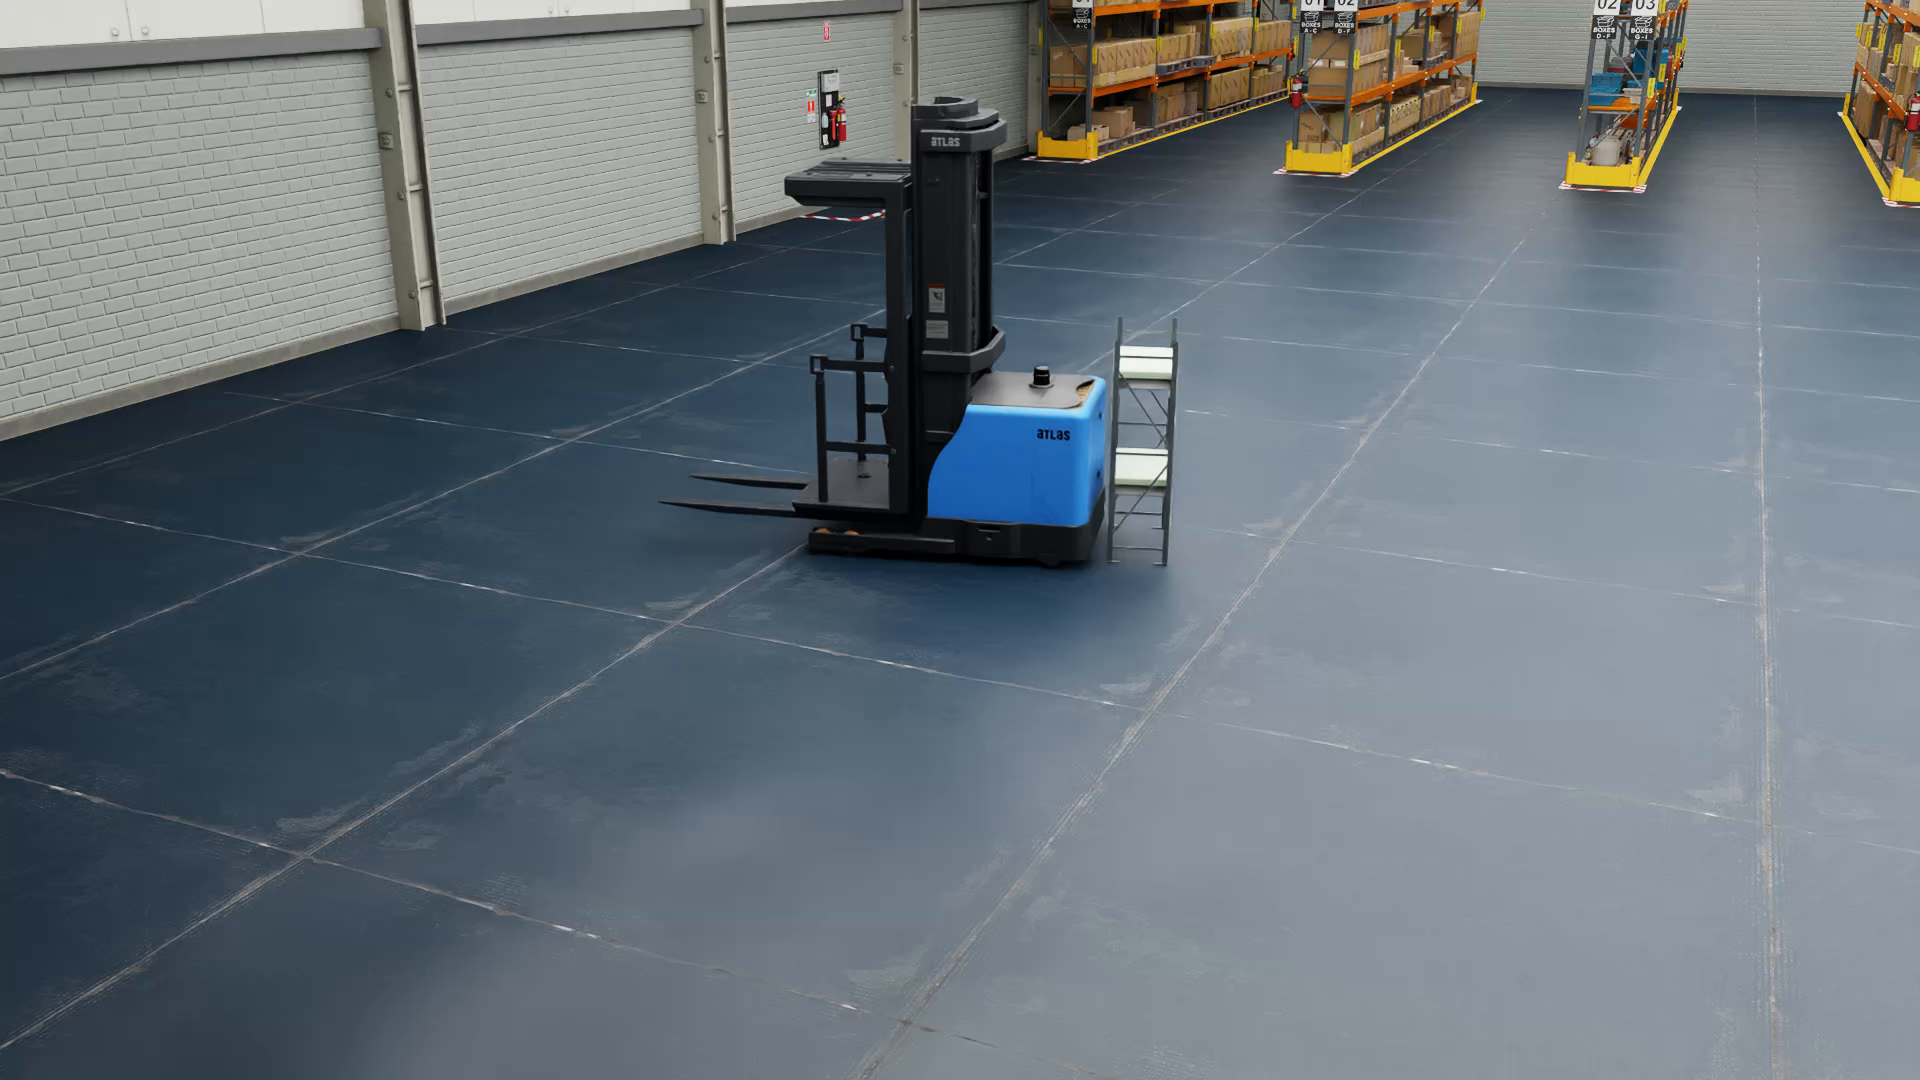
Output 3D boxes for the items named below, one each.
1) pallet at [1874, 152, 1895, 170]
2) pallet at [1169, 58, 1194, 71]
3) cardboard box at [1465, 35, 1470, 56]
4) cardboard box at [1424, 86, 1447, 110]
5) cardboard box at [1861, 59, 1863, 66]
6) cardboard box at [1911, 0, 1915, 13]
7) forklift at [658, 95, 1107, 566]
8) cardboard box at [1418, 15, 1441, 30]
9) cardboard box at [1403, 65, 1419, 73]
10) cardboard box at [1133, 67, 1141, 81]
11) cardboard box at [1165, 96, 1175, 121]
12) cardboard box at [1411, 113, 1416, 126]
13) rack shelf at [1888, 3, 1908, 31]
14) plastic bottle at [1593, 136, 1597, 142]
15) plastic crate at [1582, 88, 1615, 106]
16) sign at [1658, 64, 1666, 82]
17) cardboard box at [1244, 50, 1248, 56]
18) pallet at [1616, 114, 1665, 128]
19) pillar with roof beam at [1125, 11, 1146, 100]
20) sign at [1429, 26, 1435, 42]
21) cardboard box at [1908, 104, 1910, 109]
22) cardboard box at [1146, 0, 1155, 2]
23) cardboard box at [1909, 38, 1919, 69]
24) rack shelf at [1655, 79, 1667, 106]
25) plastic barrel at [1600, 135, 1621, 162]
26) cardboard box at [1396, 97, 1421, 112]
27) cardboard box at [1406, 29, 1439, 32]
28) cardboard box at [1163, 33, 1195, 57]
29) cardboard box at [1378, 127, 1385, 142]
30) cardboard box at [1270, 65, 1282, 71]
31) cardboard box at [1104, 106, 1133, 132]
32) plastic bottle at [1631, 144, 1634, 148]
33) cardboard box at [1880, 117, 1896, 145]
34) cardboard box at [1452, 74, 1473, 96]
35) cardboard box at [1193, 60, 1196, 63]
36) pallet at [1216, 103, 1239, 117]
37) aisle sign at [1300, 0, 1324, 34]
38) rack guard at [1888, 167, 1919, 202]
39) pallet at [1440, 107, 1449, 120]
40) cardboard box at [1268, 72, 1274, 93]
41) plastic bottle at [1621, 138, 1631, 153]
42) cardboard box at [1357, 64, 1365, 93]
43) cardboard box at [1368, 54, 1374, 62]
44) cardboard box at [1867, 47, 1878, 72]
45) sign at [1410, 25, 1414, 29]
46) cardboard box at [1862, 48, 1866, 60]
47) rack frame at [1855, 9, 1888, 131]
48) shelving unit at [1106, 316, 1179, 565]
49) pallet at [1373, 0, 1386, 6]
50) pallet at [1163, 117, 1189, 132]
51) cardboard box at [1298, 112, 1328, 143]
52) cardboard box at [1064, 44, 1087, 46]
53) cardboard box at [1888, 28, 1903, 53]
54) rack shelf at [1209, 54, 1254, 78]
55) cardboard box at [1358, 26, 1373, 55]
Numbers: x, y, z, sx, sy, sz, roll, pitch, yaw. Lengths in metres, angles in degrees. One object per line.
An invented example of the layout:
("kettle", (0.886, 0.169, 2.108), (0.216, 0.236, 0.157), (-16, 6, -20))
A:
("pallet", (17.580, -7.007, 30.856), (1.003, 0.211, 1.213), (9, 21, 23))
("pallet", (4.570, -10.643, 37.205), (1.003, 0.211, 1.213), (9, 21, 23))
("cardboard box", (12.580, -12.519, 42.045), (0.500, 0.500, 0.500), (8, 21, 22))
("cardboard box", (11.351, -10.578, 39.809), (0.500, 0.500, 0.500), (9, 21, 23))
("cardboard box", (20.890, -10.941, 38.131), (0.380, 0.149, 0.250), (8, 21, 22))
("cardboard box", (16.632, -9.160, 28.496), (0.500, 0.250, 0.500), (8, 21, 22))
("forklift", (-0.550, -1.443, 11.152), (3.031, 2.935, 1.130), (4, 20, 11))
("cardboard box", (11.473, -12.597, 40.771), (0.500, 0.500, 0.500), (9, 21, 23))
("cardboard box", (9.748, -10.234, 36.145), (0.380, 0.149, 0.250), (9, 21, 23))
("cardboard box", (3.384, -9.567, 34.086), (0.500, 0.250, 0.500), (8, 21, 22))
("cardboard box", (4.403, -9.693, 37.323), (0.700, 0.500, 0.500), (9, 21, 23))
("cardboard box", (9.663, -9.215, 36.382), (0.500, 0.250, 0.500), (8, 21, 22))
("rack shelf", (18.081, -9.768, 31.056), (1.077, 0.370, 4.000), (9, 21, 23))
("plastic bottle", (11.783, -7.344, 30.938), (0.144, 0.351, 0.185), (8, 21, 22))
("plastic crate", (11.037, -7.663, 28.762), (0.499, 0.251, 0.616), (9, 21, 23))
("sign", (13.241, -8.813, 31.361), (0.100, 0.325, 0.005), (9, 21, 23))
("cardboard box", (7.019, -12.235, 41.741), (0.380, 0.149, 0.250), (9, 21, 24))
("pallet", (15.665, -9.663, 38.326), (1.003, 0.211, 1.213), (9, 21, 23))
("pillar with roof beam", (7.949, -13.301, 35.440), (9.100, 9.000, 0.400), (9, 21, 23))
("sign", (10.372, -11.136, 36.577), (0.100, 0.325, 0.005), (9, 21, 23))
("cardboard box", (16.049, -7.241, 27.728), (0.380, 0.149, 0.250), (9, 21, 23))
("cardboard box", (3.723, -11.402, 34.398), (0.500, 0.500, 0.500), (9, 22, 24))
("cardboard box", (16.031, -8.026, 27.475), (0.500, 0.500, 0.500), (9, 21, 23))
("rack shelf", (13.562, -9.034, 33.469), (1.077, 0.370, 4.000), (9, 21, 23))
("plastic barrel", (11.511, -6.930, 29.564), (0.421, 0.512, 0.421), (0, 20, 0))
("cardboard box", (9.874, -9.638, 36.733), (0.500, 0.311, 0.500), (9, 22, 24))
("cardboard box", (11.104, -12.019, 40.012), (0.700, 0.500, 0.500), (2, 20, 4))
("cardboard box", (4.956, -11.279, 37.901), (0.700, 0.500, 0.500), (6, 21, 18))
("cardboard box", (8.236, -8.173, 33.451), (0.500, 0.250, 0.500), (9, 21, 23))
("cardboard box", (8.537, -12.823, 45.186), (0.380, 0.149, 0.250), (8, 21, 22))
("cardboard box", (3.317, -8.828, 34.889), (0.500, 0.500, 0.500), (7, 21, 19))
("plastic bottle", (12.273, -7.077, 30.308), (0.097, 0.271, 0.097), (0, 20, 0))
("cardboard box", (18.429, -7.956, 32.437), (0.700, 0.500, 0.500), (7, 21, 18))
("cardboard box", (13.142, -11.941, 43.641), (0.500, 0.500, 0.500), (9, 21, 23))
("cardboard box", (5.689, -11.304, 39.123), (0.380, 0.149, 0.250), (8, 21, 22))
("pallet", (6.236, -10.632, 41.051), (1.003, 0.211, 1.213), (9, 21, 23))
("aisle sign", (6.293, -9.465, 29.727), (0.394, 0.787, 0.004), (9, 21, 23))
("rack guard", (15.655, -5.705, 26.764), (1.175, 0.500, 0.348), (9, 21, 23))
("pallet", (11.203, -10.321, 40.174), (1.003, 0.211, 1.213), (9, 21, 23))
("cardboard box", (8.014, -12.275, 44.612), (0.700, 0.500, 0.500), (8, 21, 21))
("plastic bottle", (12.519, -7.403, 31.218), (0.152, 0.276, 0.135), (9, 21, 23))
("cardboard box", (7.210, -8.720, 31.363), (0.700, 0.500, 0.500), (9, 21, 23))
("cardboard box", (7.683, -9.213, 31.782), (0.380, 0.149, 0.250), (9, 22, 24))
("cardboard box", (20.122, -10.469, 36.279), (0.500, 0.500, 0.500), (9, 21, 23))
("sign", (11.004, -12.368, 40.478), (0.100, 0.325, 0.005), (9, 21, 23))
("cardboard box", (20.898, -11.083, 37.936), (0.500, 0.250, 0.500), (9, 21, 24))
("rack frame", (20.538, -10.528, 36.595), (1.000, 3.000, 0.127), (9, 21, 23))
("shelving unit", (1.219, -0.673, 11.117), (0.431, 1.500, 0.755), (3, 20, 6))
("pallet", (7.399, -10.178, 31.268), (1.003, 0.211, 1.213), (9, 21, 23))
("pallet", (4.521, -9.420, 37.641), (1.003, 0.211, 1.213), (9, 21, 23))
("cardboard box", (6.536, -7.680, 30.946), (0.500, 0.500, 0.500), (9, 21, 23))
("cardboard box", (2.281, -9.516, 32.826), (0.500, 0.500, 0.500), (9, 21, 23))
("cardboard box", (19.484, -10.245, 34.153), (0.797, 0.503, 0.637), (9, 22, 24))
("rack shelf", (6.162, -11.616, 40.730), (1.077, 0.370, 4.000), (9, 21, 23))
("cardboard box", (7.434, -9.504, 31.632), (0.700, 0.500, 0.500), (9, 21, 23))
